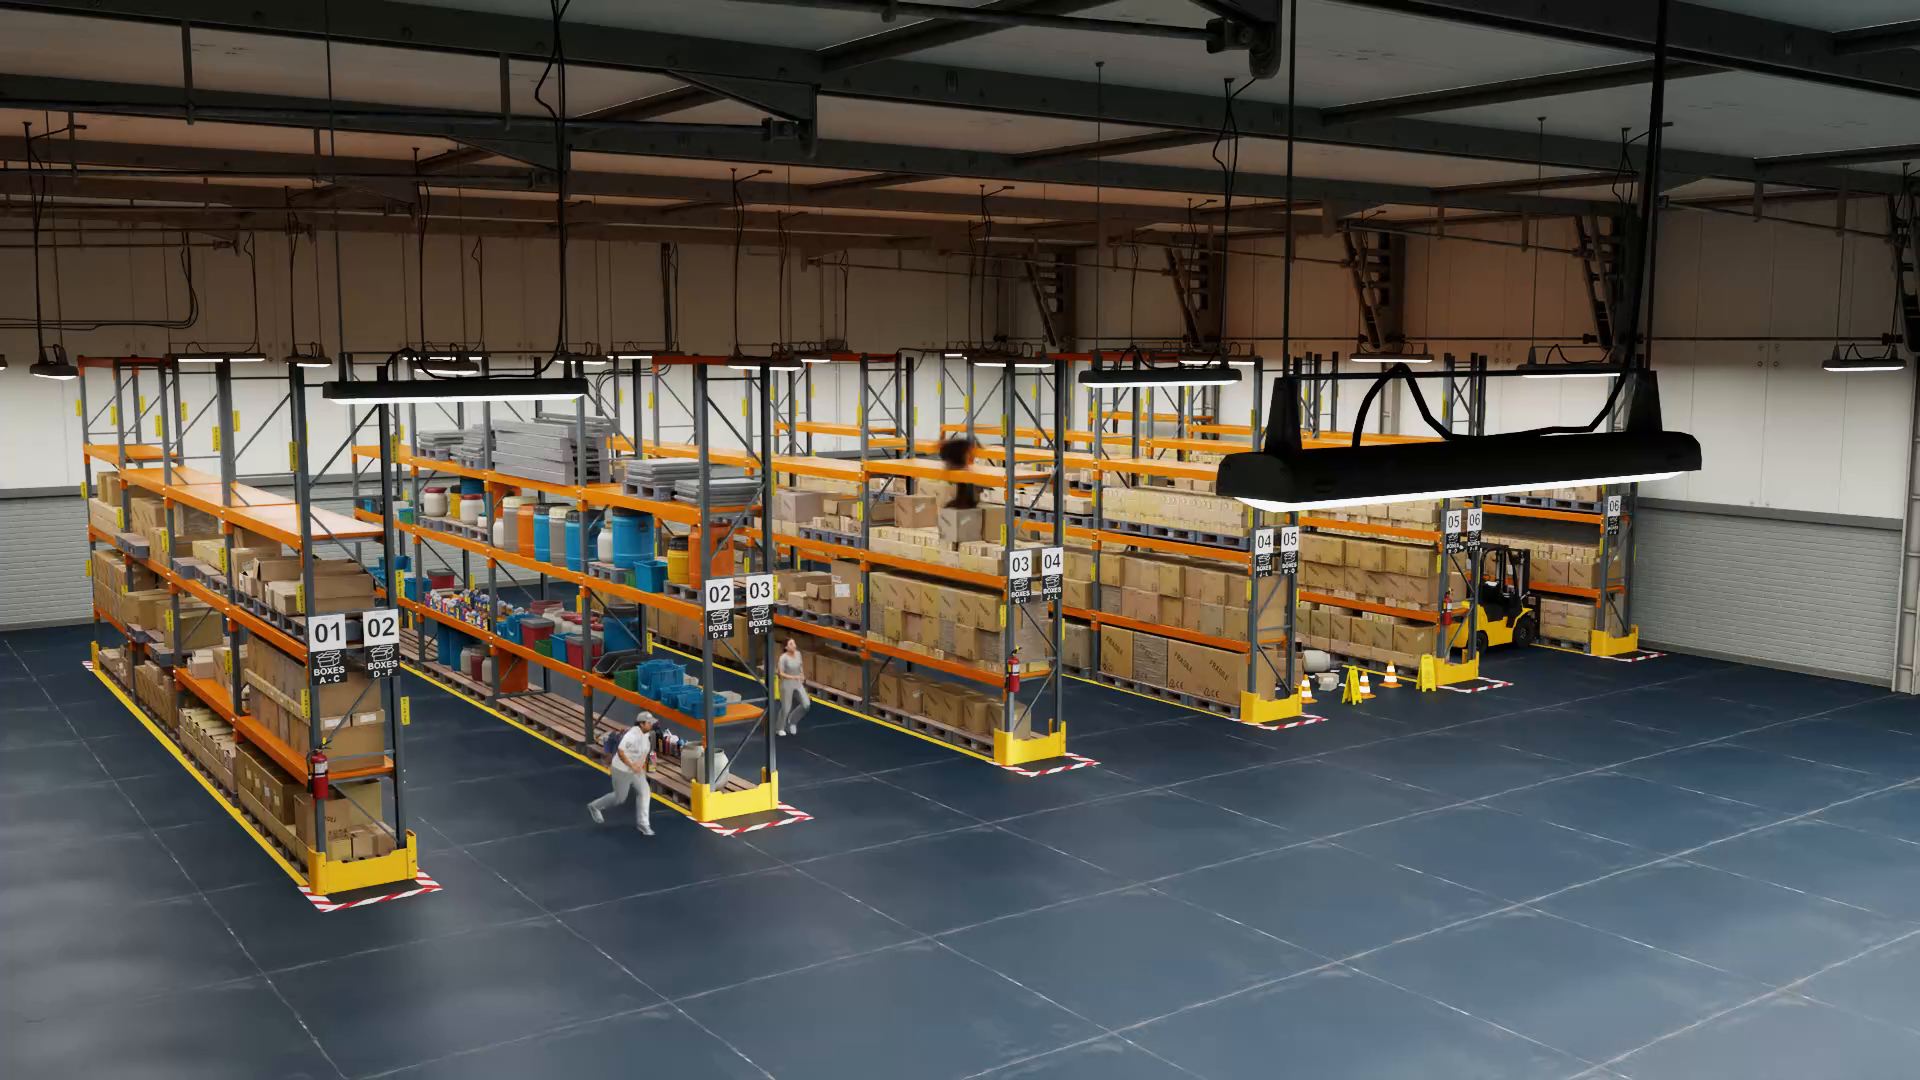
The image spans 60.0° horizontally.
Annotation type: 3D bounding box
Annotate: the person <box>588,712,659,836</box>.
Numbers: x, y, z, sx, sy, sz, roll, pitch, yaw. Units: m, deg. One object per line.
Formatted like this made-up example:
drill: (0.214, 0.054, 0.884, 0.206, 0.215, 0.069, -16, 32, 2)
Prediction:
person: (-4.320, 2.984, 21.360, 0.999, 1.631, 0.627, 2, 7, 14)

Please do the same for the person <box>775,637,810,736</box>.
person: (-2.644, 2.325, 26.300, 0.574, 1.620, 0.776, -5, 9, -37)

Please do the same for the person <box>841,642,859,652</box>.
person: (-2.027, 1.562, 32.603, 0.684, 1.640, 0.625, 5, 9, 37)
